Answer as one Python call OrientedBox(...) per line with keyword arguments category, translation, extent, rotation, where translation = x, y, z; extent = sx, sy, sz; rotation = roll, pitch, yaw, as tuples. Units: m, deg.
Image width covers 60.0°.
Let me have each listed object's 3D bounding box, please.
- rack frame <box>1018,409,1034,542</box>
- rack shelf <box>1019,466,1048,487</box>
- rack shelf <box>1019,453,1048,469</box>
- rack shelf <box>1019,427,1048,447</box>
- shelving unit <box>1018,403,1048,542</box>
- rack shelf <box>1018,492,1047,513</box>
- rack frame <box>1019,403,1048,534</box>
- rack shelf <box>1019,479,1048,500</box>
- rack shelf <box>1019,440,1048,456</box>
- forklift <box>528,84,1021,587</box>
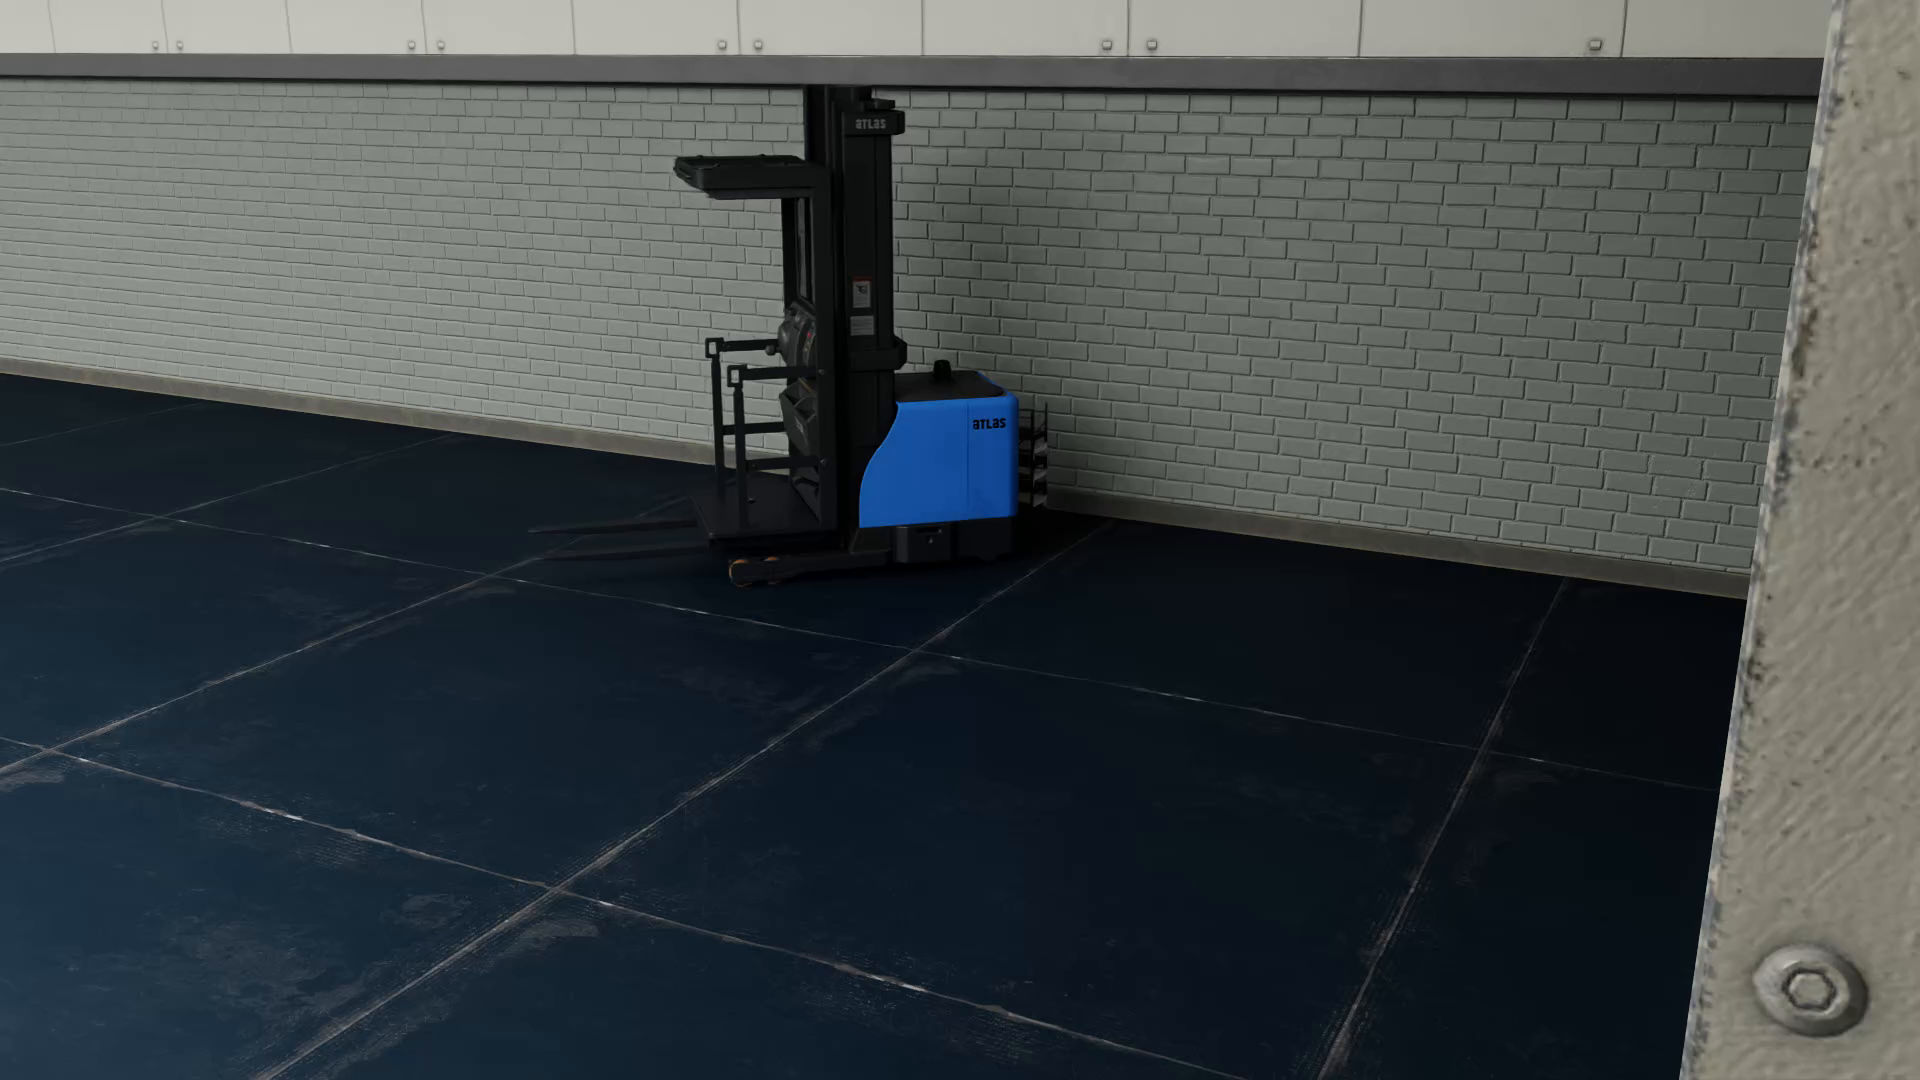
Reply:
OrientedBox(category="rack frame", translation=(0.377, -0.435, 10.979), extent=(0.240, 0.900, 0.006), rotation=(9, 19, 27))
OrientedBox(category="rack shelf", translation=(0.425, -0.428, 11.074), extent=(0.258, 0.077, 0.200), rotation=(9, 19, 27))
OrientedBox(category="rack shelf", translation=(0.425, -0.515, 11.048), extent=(0.258, 0.077, 0.200), rotation=(9, 19, 27))
OrientedBox(category="rack shelf", translation=(0.425, -0.687, 10.997), extent=(0.258, 0.077, 0.200), rotation=(9, 19, 27))
OrientedBox(category="shelving unit", translation=(0.425, -0.460, 11.064), extent=(0.258, 0.900, 0.210), rotation=(9, 19, 27))
OrientedBox(category="rack shelf", translation=(0.425, -0.256, 11.125), extent=(0.258, 0.077, 0.200), rotation=(9, 19, 27))
OrientedBox(category="rack frame", translation=(0.473, -0.486, 11.150), extent=(0.240, 0.900, 0.006), rotation=(9, 19, 27))
OrientedBox(category="rack shelf", translation=(0.425, -0.342, 11.100), extent=(0.258, 0.077, 0.200), rotation=(9, 19, 27))
OrientedBox(category="rack shelf", translation=(0.425, -0.601, 11.022), extent=(0.258, 0.077, 0.200), rotation=(9, 19, 27))
OrientedBox(category="forklift", translation=(-1.190, -1.286, 10.277), extent=(3.031, 2.935, 1.130), rotation=(-5, 17, -15))
